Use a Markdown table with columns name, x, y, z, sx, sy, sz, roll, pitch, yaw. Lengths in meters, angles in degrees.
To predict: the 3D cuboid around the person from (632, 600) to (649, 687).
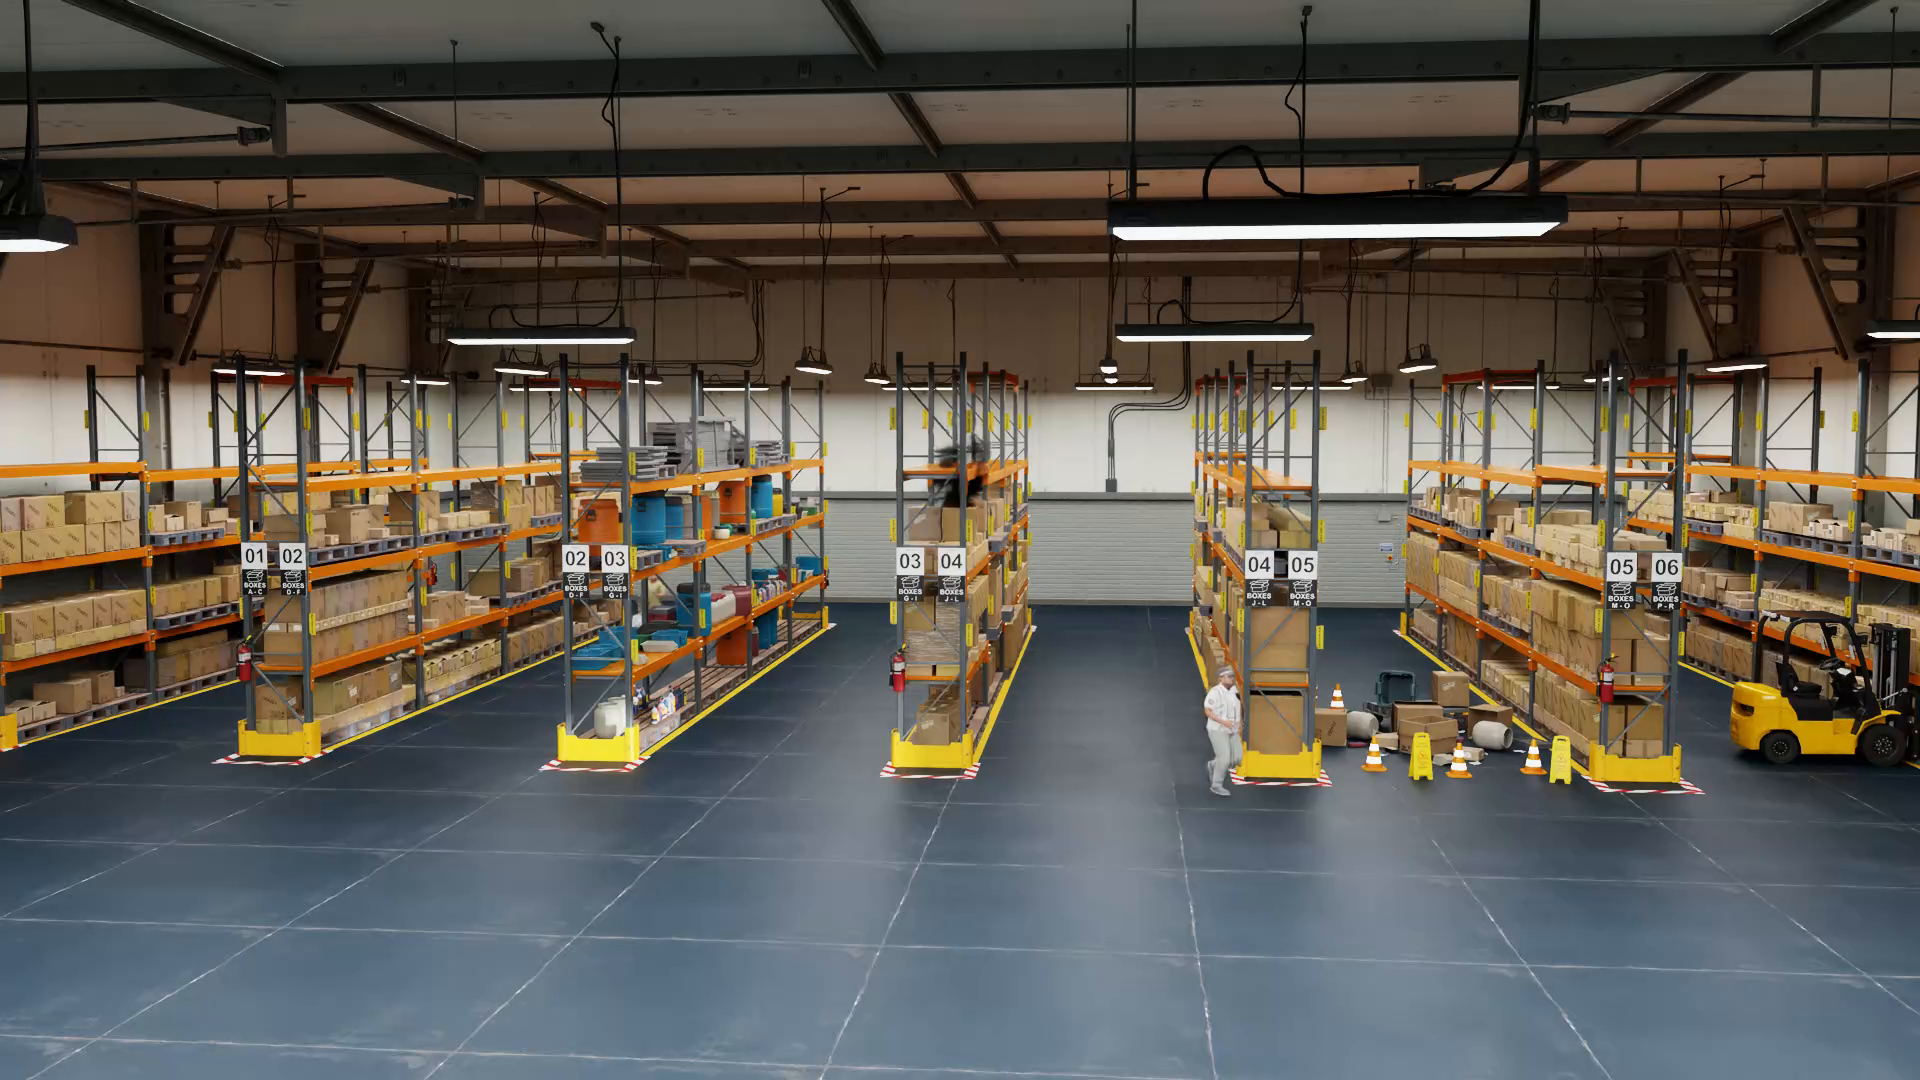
| name | x | y | z | sx | sy | sz | roll | pitch | yaw |
| --- | --- | --- | --- | --- | --- | --- | --- | --- | --- |
| person | -6.004 | 1.946 | 31.404 | 0.614 | 1.648 | 0.571 | 0 | 4 | 1 |

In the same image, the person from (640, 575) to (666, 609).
| name | x | y | z | sx | sy | sz | roll | pitch | yaw |
| --- | --- | --- | --- | --- | --- | --- | --- | --- | --- |
| person | -6.888 | 1.495 | 37.289 | 0.575 | 1.652 | 0.970 | -1 | 4 | -7 |

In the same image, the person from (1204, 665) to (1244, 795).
| name | x | y | z | sx | sy | sz | roll | pitch | yaw |
| --- | --- | --- | --- | --- | --- | --- | --- | --- | --- |
| person | 3.583 | 2.552 | 22.462 | 0.711 | 1.747 | 0.621 | -3 | 5 | -39 |
